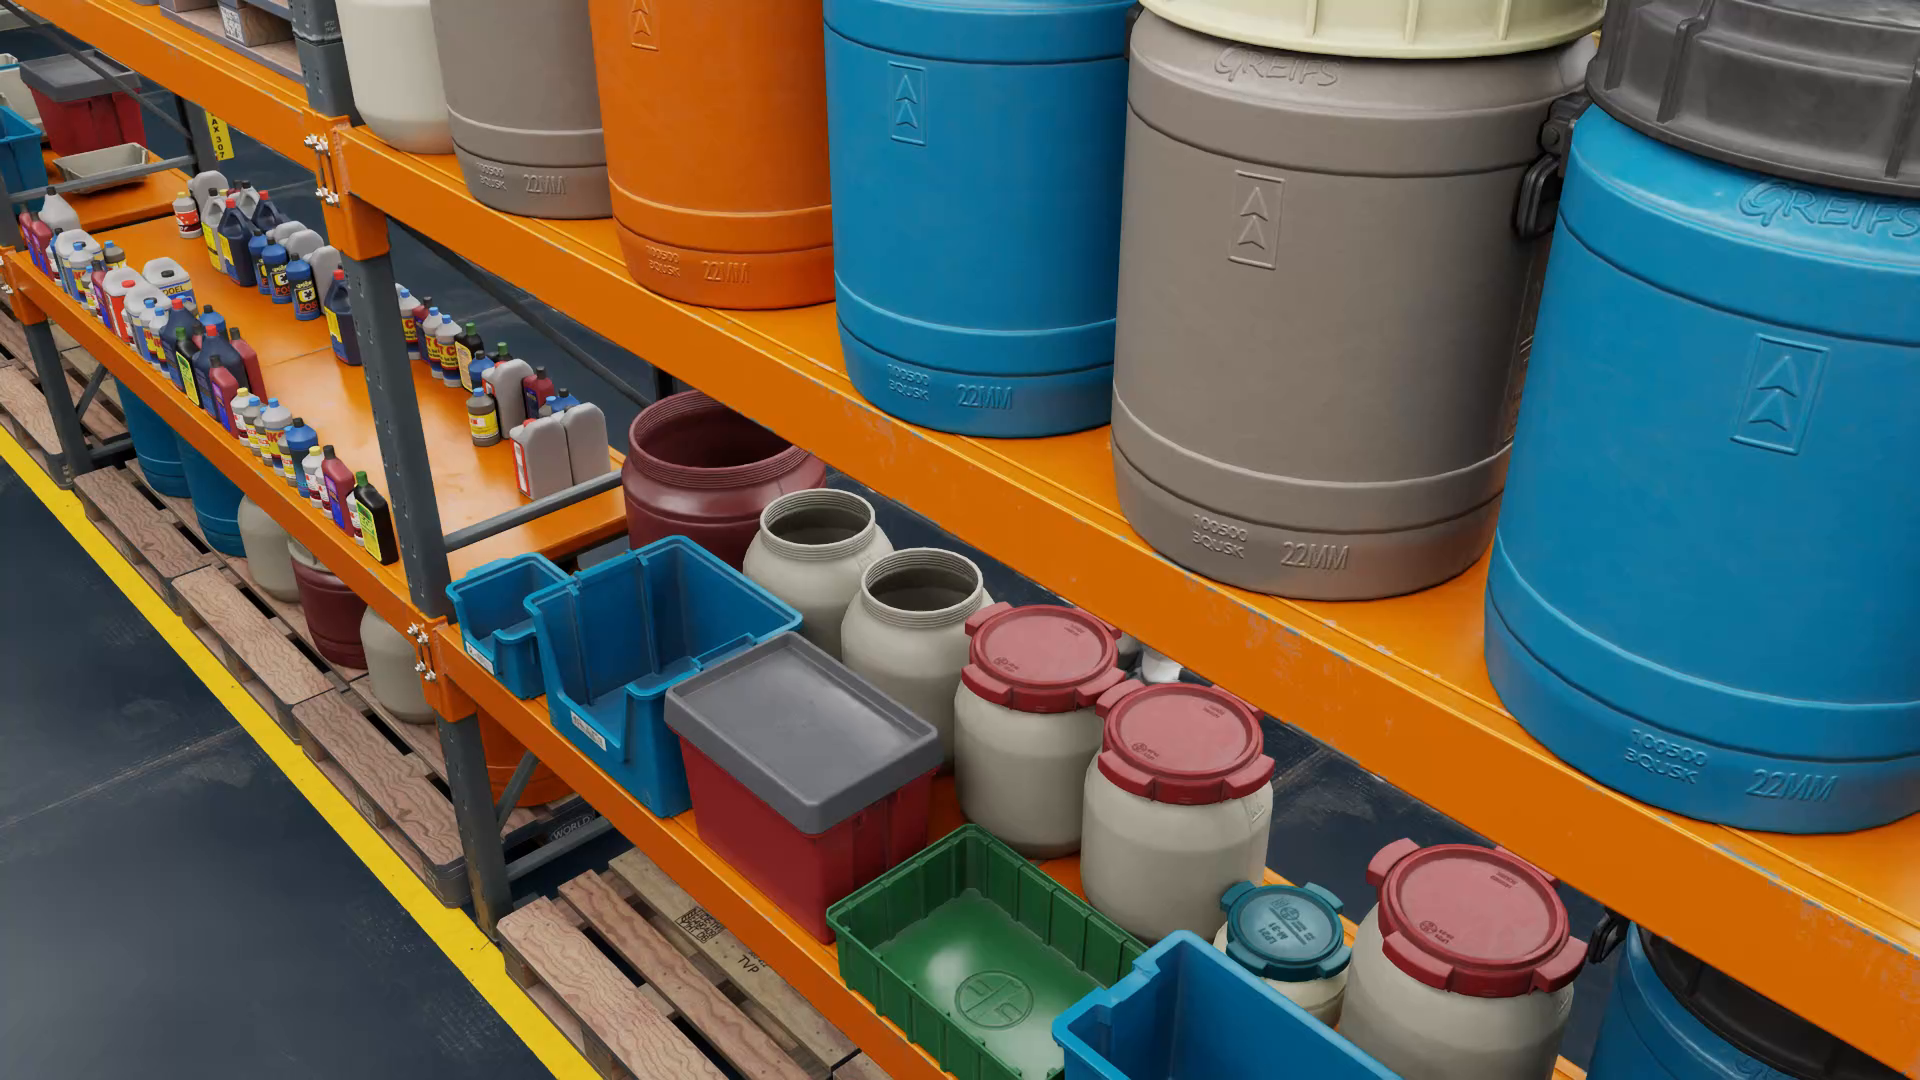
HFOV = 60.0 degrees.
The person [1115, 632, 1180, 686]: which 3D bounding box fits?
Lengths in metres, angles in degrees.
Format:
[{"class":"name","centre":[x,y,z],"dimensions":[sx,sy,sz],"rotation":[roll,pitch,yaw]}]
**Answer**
[{"class":"person","centre":[0.774,-0.103,6.305],"dimensions":[0.582,1.760,0.491],"rotation":[-27,40,-36]}]
